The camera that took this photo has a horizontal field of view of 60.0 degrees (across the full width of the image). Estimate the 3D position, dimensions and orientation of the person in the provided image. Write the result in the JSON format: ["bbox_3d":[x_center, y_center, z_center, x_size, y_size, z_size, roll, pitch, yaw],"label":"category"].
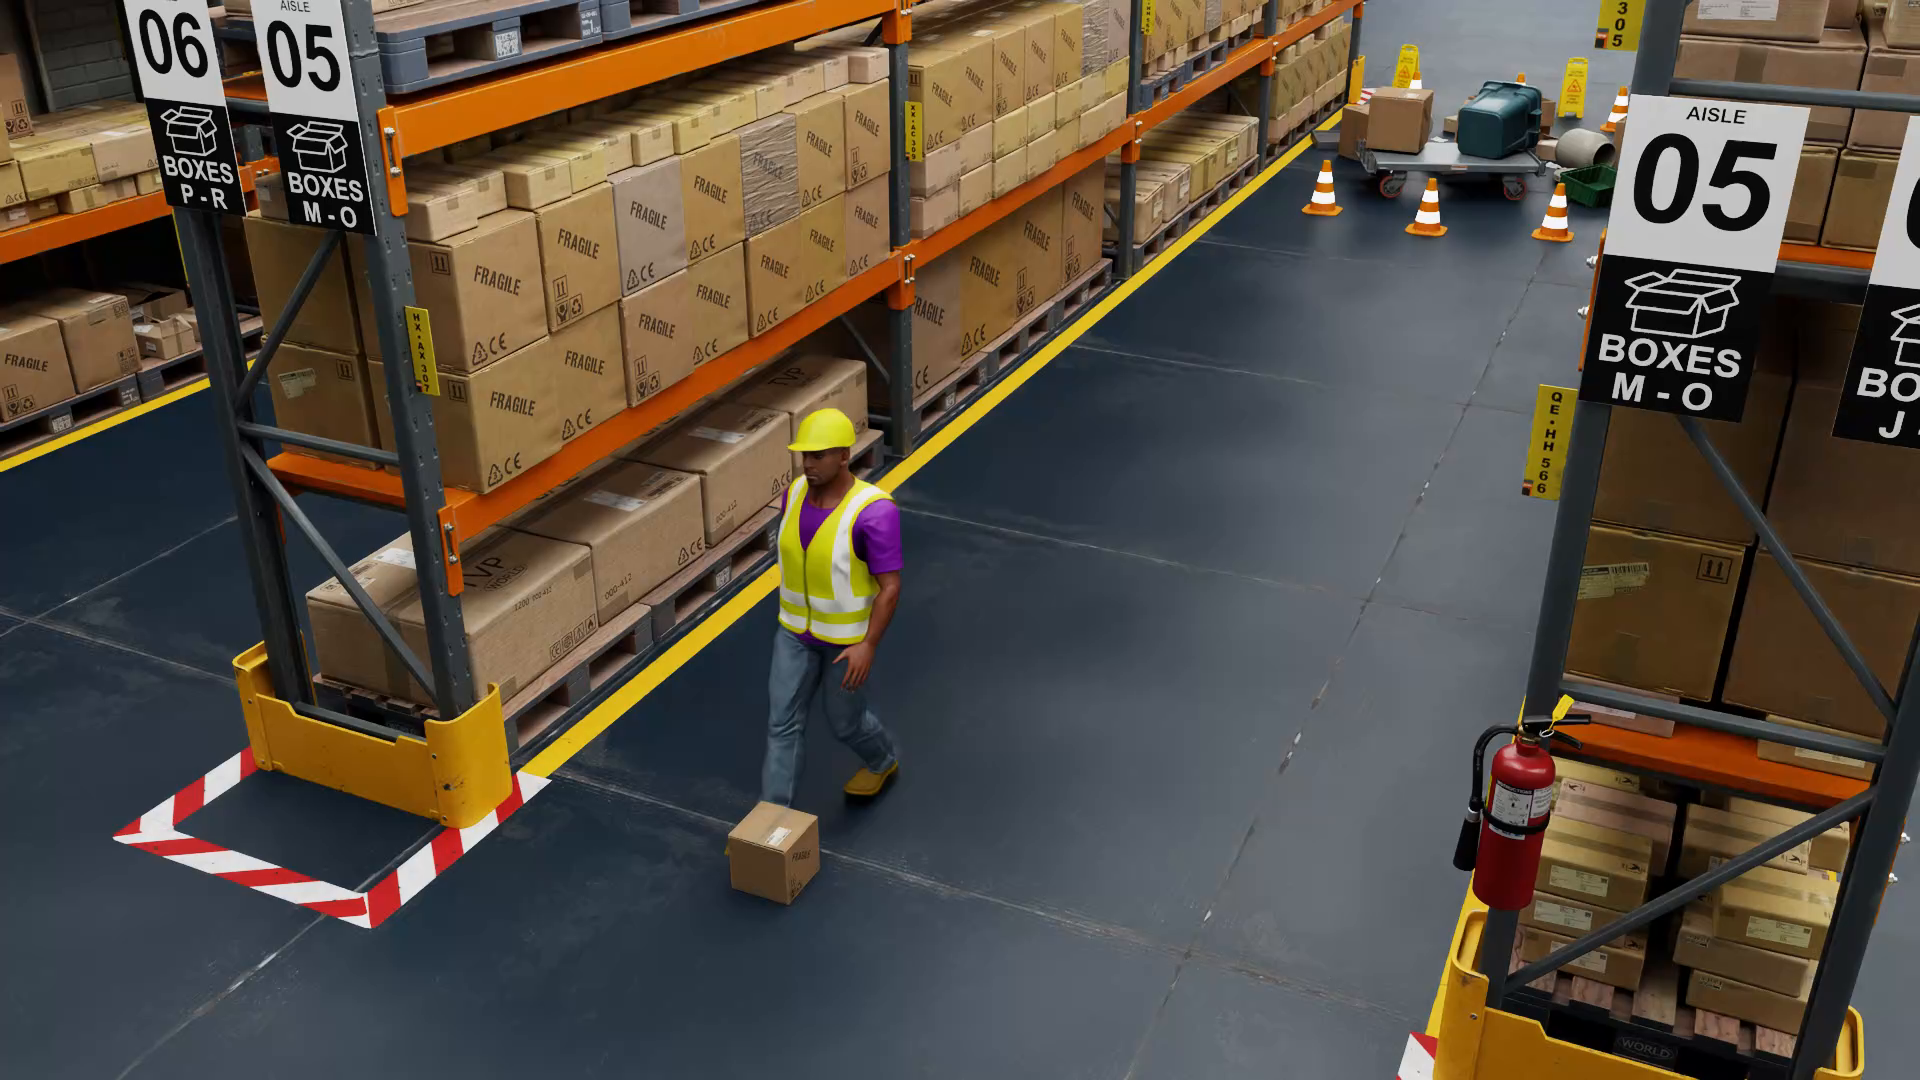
[{"bbox_3d":[-0.565,0.379,6.340,0.621,1.706,0.945,14,29,26],"label":"person"}]
